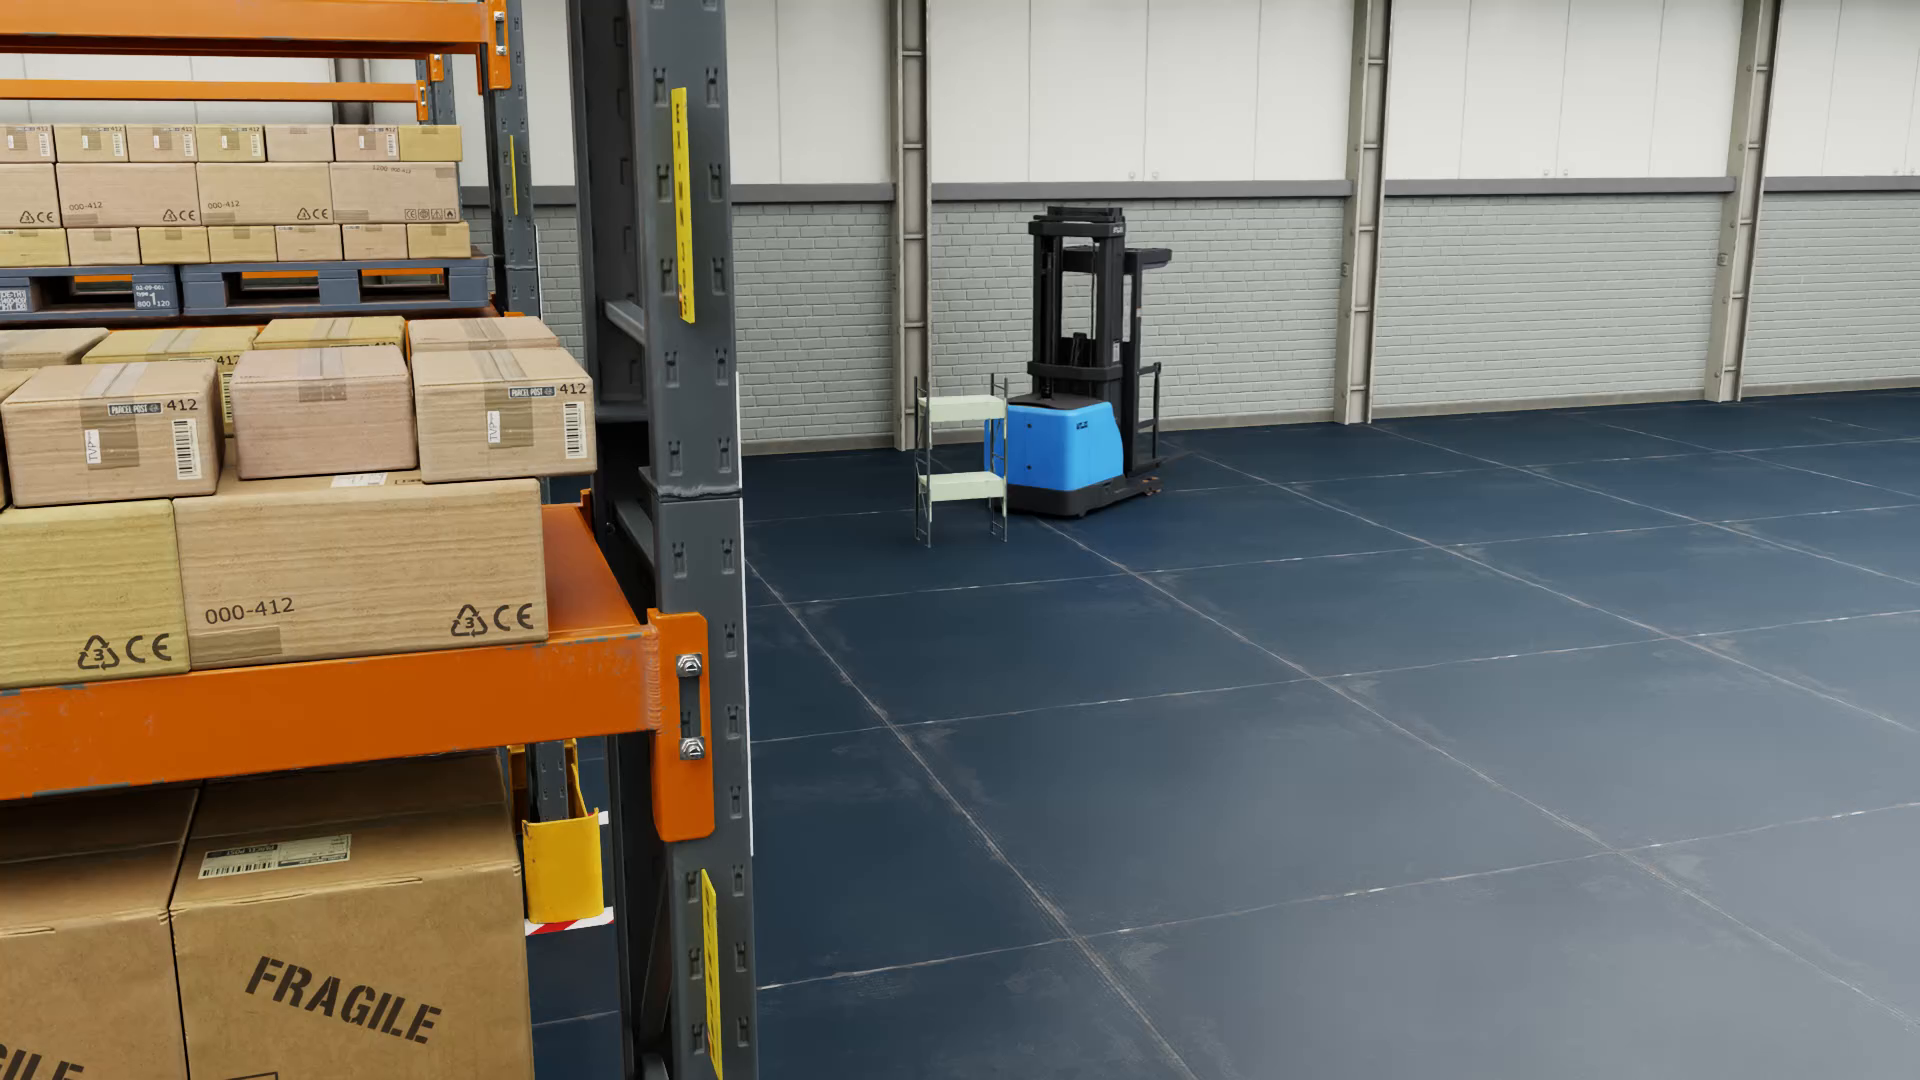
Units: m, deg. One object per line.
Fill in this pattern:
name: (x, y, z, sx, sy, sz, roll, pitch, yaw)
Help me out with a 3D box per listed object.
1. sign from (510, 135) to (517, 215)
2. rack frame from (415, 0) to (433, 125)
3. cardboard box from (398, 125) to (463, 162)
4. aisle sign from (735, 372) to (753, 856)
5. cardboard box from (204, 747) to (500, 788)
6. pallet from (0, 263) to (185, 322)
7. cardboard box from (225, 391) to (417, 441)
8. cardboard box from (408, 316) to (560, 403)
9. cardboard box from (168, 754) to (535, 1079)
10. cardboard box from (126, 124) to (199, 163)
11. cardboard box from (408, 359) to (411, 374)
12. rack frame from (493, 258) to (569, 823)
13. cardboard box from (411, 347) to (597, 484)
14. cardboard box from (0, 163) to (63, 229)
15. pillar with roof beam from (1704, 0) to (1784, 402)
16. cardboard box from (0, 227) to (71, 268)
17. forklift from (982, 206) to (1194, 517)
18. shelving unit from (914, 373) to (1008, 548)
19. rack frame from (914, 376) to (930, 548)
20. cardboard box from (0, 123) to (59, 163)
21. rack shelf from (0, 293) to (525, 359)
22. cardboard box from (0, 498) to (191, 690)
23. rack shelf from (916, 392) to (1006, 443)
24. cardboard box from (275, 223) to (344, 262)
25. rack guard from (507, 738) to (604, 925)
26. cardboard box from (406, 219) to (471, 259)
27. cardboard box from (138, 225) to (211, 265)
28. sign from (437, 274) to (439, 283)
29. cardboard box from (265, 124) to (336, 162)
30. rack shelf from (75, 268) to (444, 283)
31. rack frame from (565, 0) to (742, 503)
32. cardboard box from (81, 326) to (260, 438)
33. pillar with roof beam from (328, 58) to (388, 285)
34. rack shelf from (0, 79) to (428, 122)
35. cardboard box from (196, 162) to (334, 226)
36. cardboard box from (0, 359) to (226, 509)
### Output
sign: (-1.881, -1.537, 7.006, 0.005, 0.325, 0.100, -4, 14, -18)
rack frame: (-5.302, -4.891, 16.365, 0.127, 3.000, 1.000, -4, 14, -18)
cardboard box: (-2.252, -1.684, 7.063, 0.250, 0.149, 0.380, -4, 14, -18)
aisle sign: (-0.400, 0.086, 2.788, 0.004, 0.787, 0.394, -4, 14, -18)
cardboard box: (-1.163, 0.591, 3.265, 0.500, 0.500, 0.500, -4, 14, -18)
pallet: (-3.899, -1.074, 6.992, 1.213, 0.211, 1.003, -4, 14, -18)
cardboard box: (-1.094, -0.118, 3.106, 0.500, 0.250, 0.500, -4, 14, -16)
cardboard box: (-0.889, -0.321, 3.098, 0.250, 0.149, 0.380, -5, 14, -18)
cardboard box: (-0.997, 0.705, 2.786, 0.500, 0.500, 0.500, -4, 14, -18)
cardboard box: (-3.214, -1.610, 6.750, 0.250, 0.149, 0.380, -4, 14, -18)
cardboard box: (-4.130, -1.478, 11.962, 0.500, 0.500, 0.700, -5, 14, -19)
rack frame: (-2.041, 0.194, 7.951, 0.127, 3.000, 1.000, -4, 14, -18)
cardboard box: (-0.718, -0.202, 2.597, 0.250, 0.149, 0.380, -4, 14, -18)
cardboard box: (-3.844, -1.382, 6.652, 0.500, 0.250, 0.500, -4, 14, -18)
pillar with roof beam: (12.184, -5.421, 18.596, 0.400, 9.000, 9.100, -4, 14, -18)
cardboard box: (-3.693, -1.184, 6.685, 0.250, 0.149, 0.380, -4, 14, -17)
forklift: (1.464, -1.936, 17.056, 1.130, 2.935, 3.031, 9, 16, 33)
shelving unit: (0.006, -0.730, 15.079, 0.755, 1.500, 0.431, -4, 14, -18)
rack frame: (-0.341, -0.703, 14.965, 0.023, 1.500, 0.400, -4, 14, -18)
cardboard box: (-3.697, -1.572, 6.590, 0.250, 0.149, 0.380, -4, 14, -18)
rack shelf: (-3.936, -0.767, 7.067, 4.000, 0.370, 1.077, -4, 14, -18)
cardboard box: (-1.403, 0.032, 2.475, 0.500, 0.250, 0.500, -4, 14, -18)
rack shelf: (0.006, -1.110, 14.988, 0.720, 0.370, 0.431, -4, 14, -18)
cardboard box: (-2.730, -1.259, 7.000, 0.250, 0.149, 0.380, -4, 14, -17)
rack guard: (-2.018, 1.409, 8.248, 0.348, 0.500, 1.175, -4, 14, -18)
cardboard box: (-2.248, -1.297, 7.157, 0.250, 0.149, 0.380, -4, 14, -18)
cardboard box: (-3.213, -1.222, 6.841, 0.250, 0.149, 0.380, -5, 14, -19)
sign: (-5.142, -2.531, 16.394, 0.005, 0.325, 0.100, -4, 14, -18)
cardboard box: (-2.732, -1.647, 6.908, 0.250, 0.149, 0.380, -4, 14, -17)
rack shelf: (-5.611, -1.846, 11.600, 4.000, 0.370, 1.077, -4, 14, -18)
rack frame: (-0.554, -1.629, 2.652, 0.127, 3.000, 1.000, -4, 14, -18)
cardboard box: (-1.366, -0.278, 2.915, 0.250, 0.149, 0.380, -5, 14, -19)
pillar with roof beam: (-4.876, -4.093, 13.011, 0.400, 9.000, 9.100, -4, 14, -18)
rack shelf: (-7.197, -4.199, 15.874, 4.000, 0.370, 1.077, -4, 14, -18)
cardboard box: (-2.890, -1.456, 6.963, 0.500, 0.250, 0.500, -4, 14, -18)
cardboard box: (-1.227, -0.164, 2.438, 0.250, 0.149, 0.380, -5, 14, -21)
